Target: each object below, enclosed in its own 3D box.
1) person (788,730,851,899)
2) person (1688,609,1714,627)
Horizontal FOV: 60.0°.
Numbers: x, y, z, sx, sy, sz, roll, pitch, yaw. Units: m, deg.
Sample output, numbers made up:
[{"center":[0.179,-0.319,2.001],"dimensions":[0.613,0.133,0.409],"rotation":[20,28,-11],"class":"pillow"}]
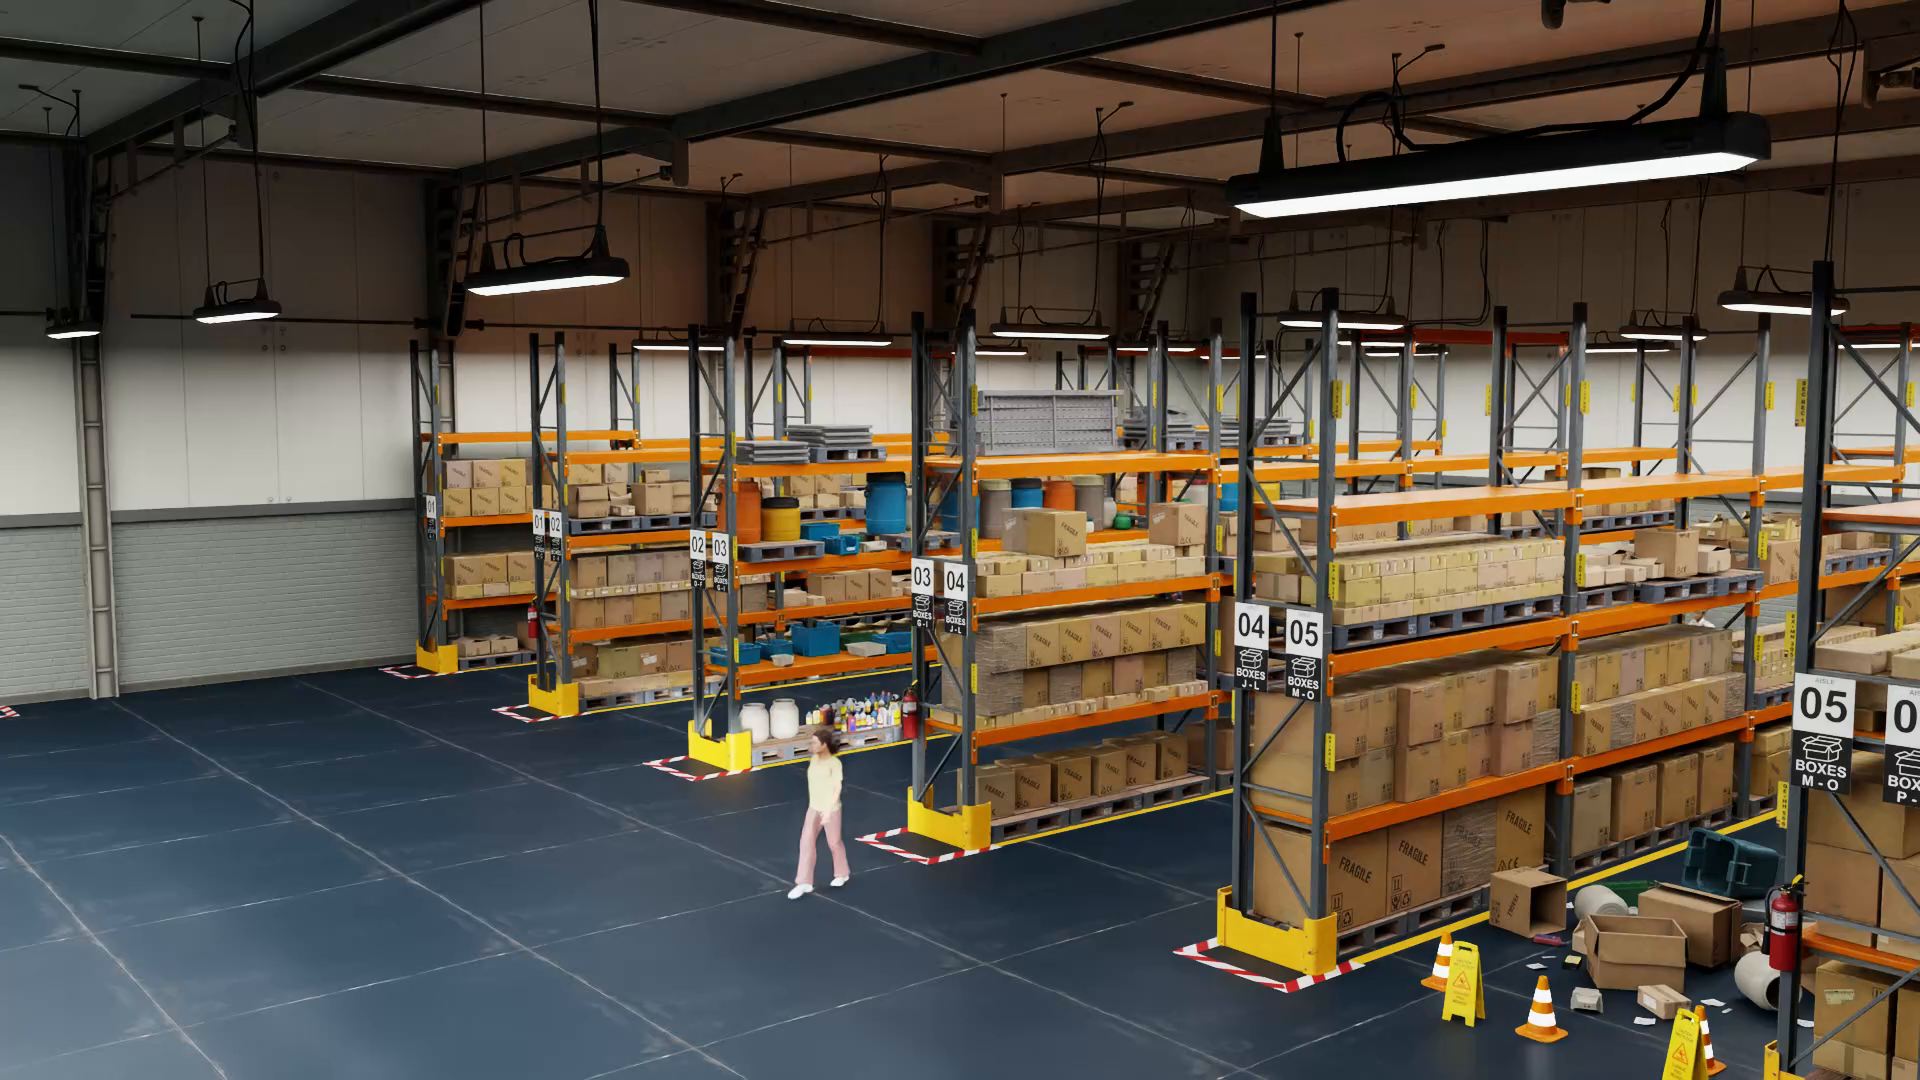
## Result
[{"center":[-1.423,2.760,16.941],"dimensions":[0.475,1.646,0.843],"rotation":[4,7,36],"class":"person"},{"center":[11.960,1.832,26.985],"dimensions":[1.034,1.614,0.547],"rotation":[-4,7,-37],"class":"person"}]
